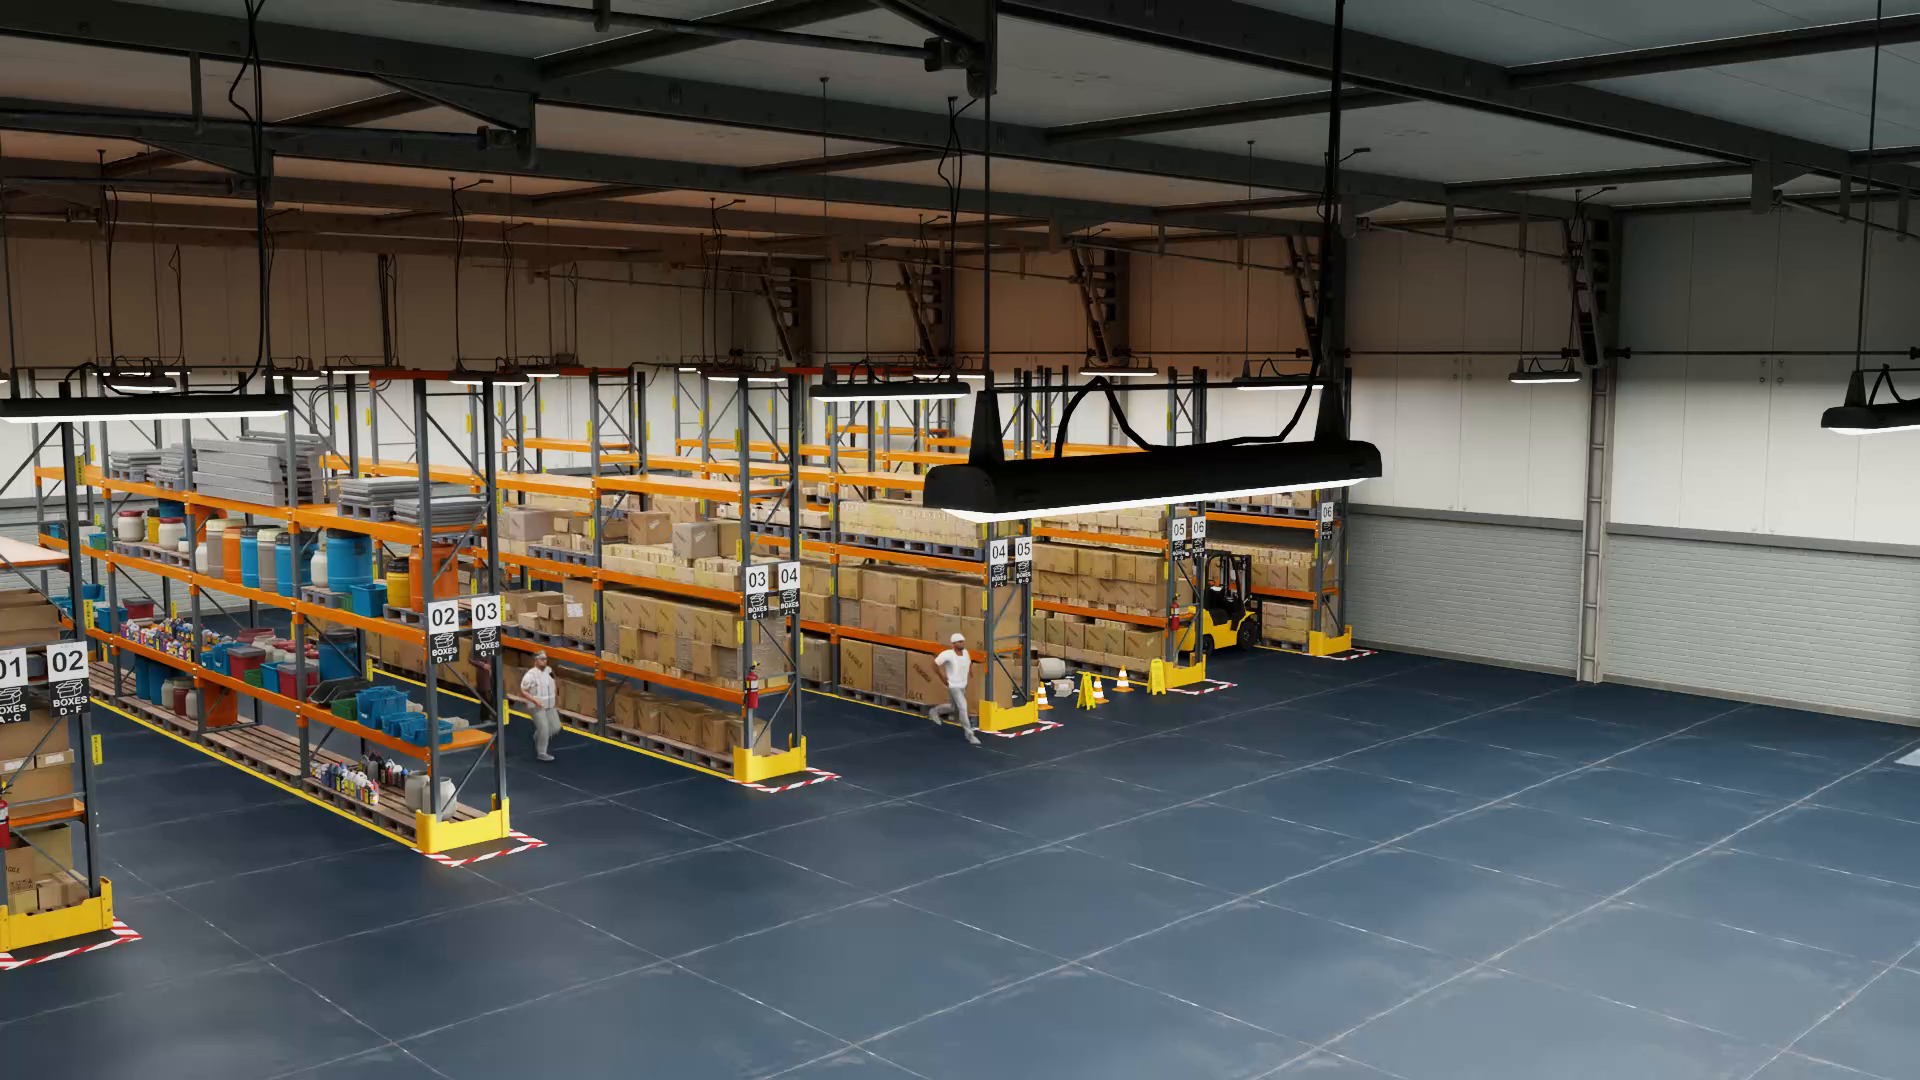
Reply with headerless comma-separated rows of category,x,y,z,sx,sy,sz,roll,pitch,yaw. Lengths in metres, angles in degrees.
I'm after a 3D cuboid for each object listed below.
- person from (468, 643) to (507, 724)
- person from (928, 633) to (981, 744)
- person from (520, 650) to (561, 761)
person,-7.942,2.296,28.058,0.653,1.746,0.709,5,8,40
person,-0.076,2.399,27.273,1.135,1.784,0.657,5,8,35
person,-6.503,2.557,25.826,0.560,1.732,0.648,5,8,36
